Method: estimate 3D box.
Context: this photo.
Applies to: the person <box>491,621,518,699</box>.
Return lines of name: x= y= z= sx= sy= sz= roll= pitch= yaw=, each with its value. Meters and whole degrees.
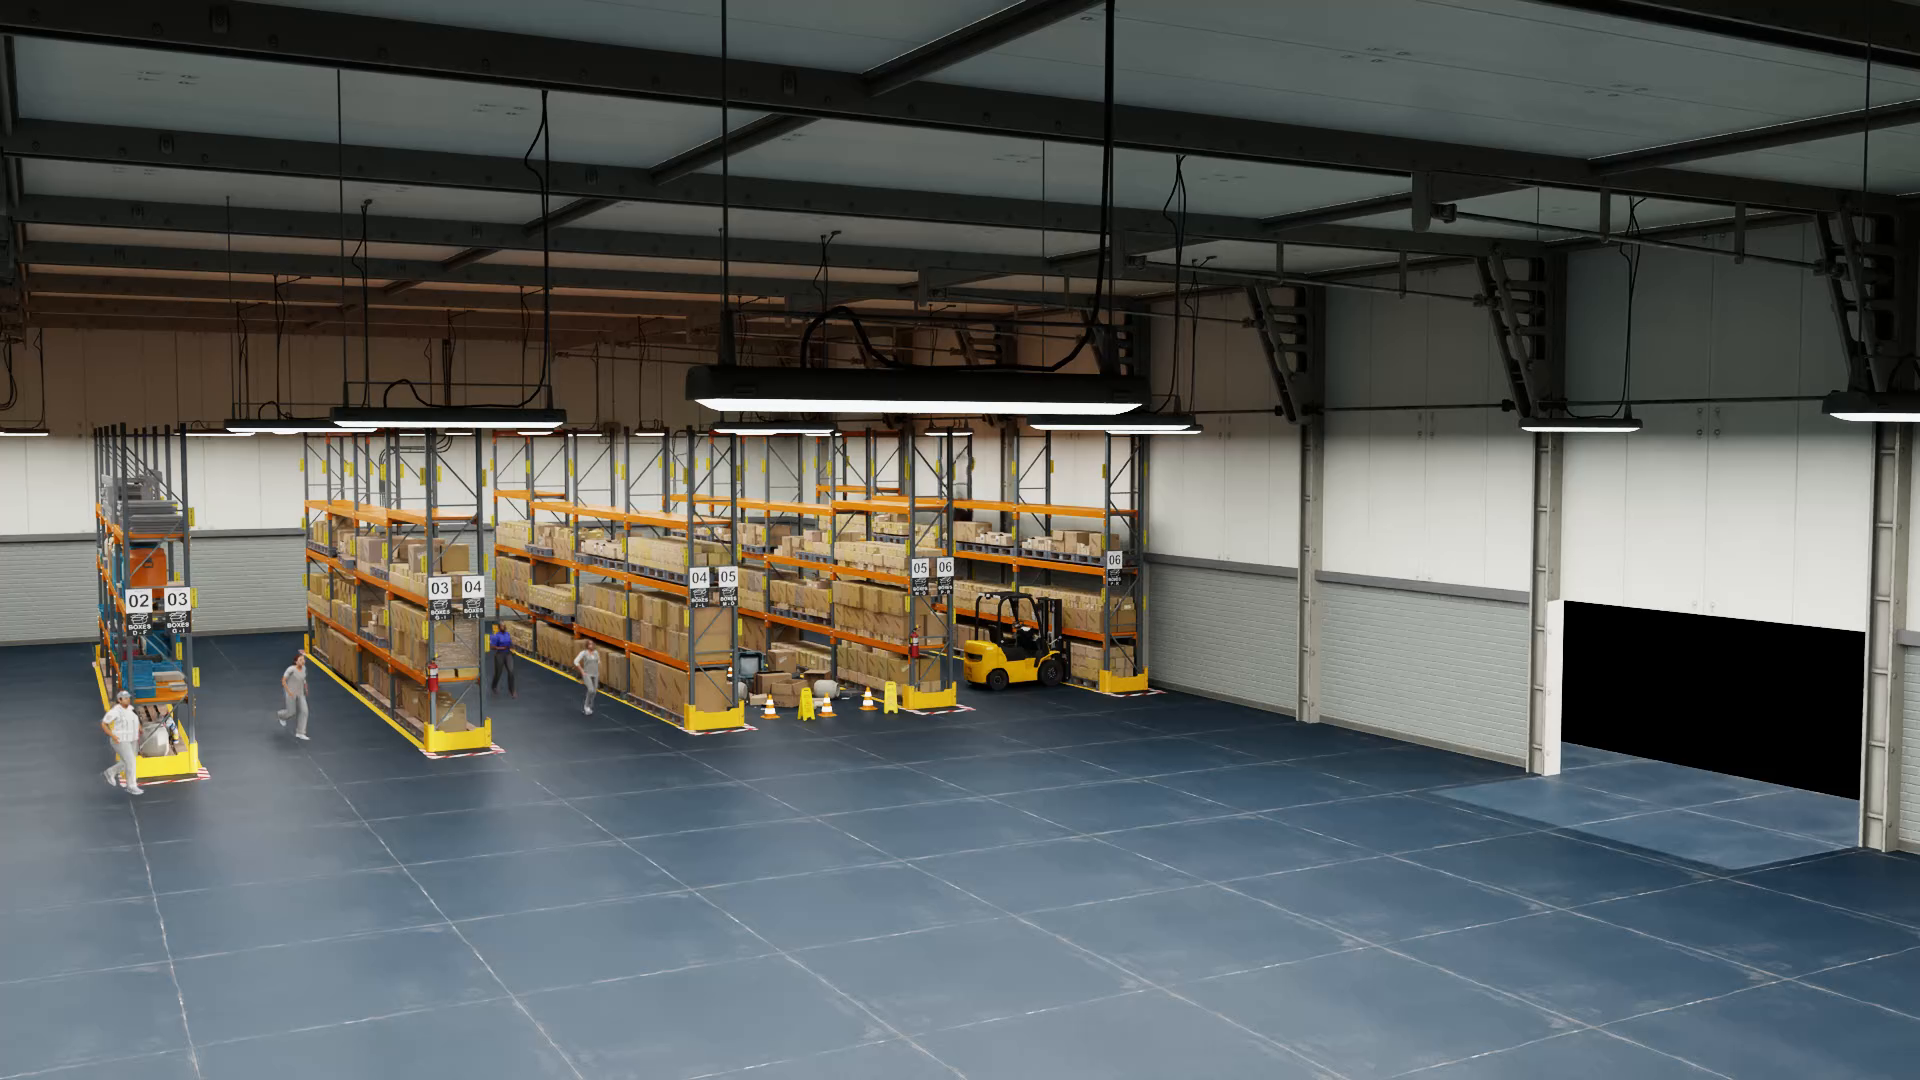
person: x=-10.155 y=2.649 z=36.909 sx=0.570 sy=1.701 sz=0.845 roll=-3 pitch=5 yaw=-41

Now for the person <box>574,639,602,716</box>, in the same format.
person: x=-7.643 y=2.842 z=34.436 sx=0.521 sy=1.588 sz=0.613 roll=-3 pitch=5 yaw=-41

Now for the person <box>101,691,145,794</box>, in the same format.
person: x=-13.587 y=3.268 z=26.960 sx=0.830 sy=1.662 sz=0.631 roll=1 pitch=4 yaw=13

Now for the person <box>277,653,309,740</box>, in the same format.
person: x=-12.774 y=2.996 z=31.926 sx=0.874 sy=1.656 sz=0.566 roll=2 pitch=4 yaw=35
